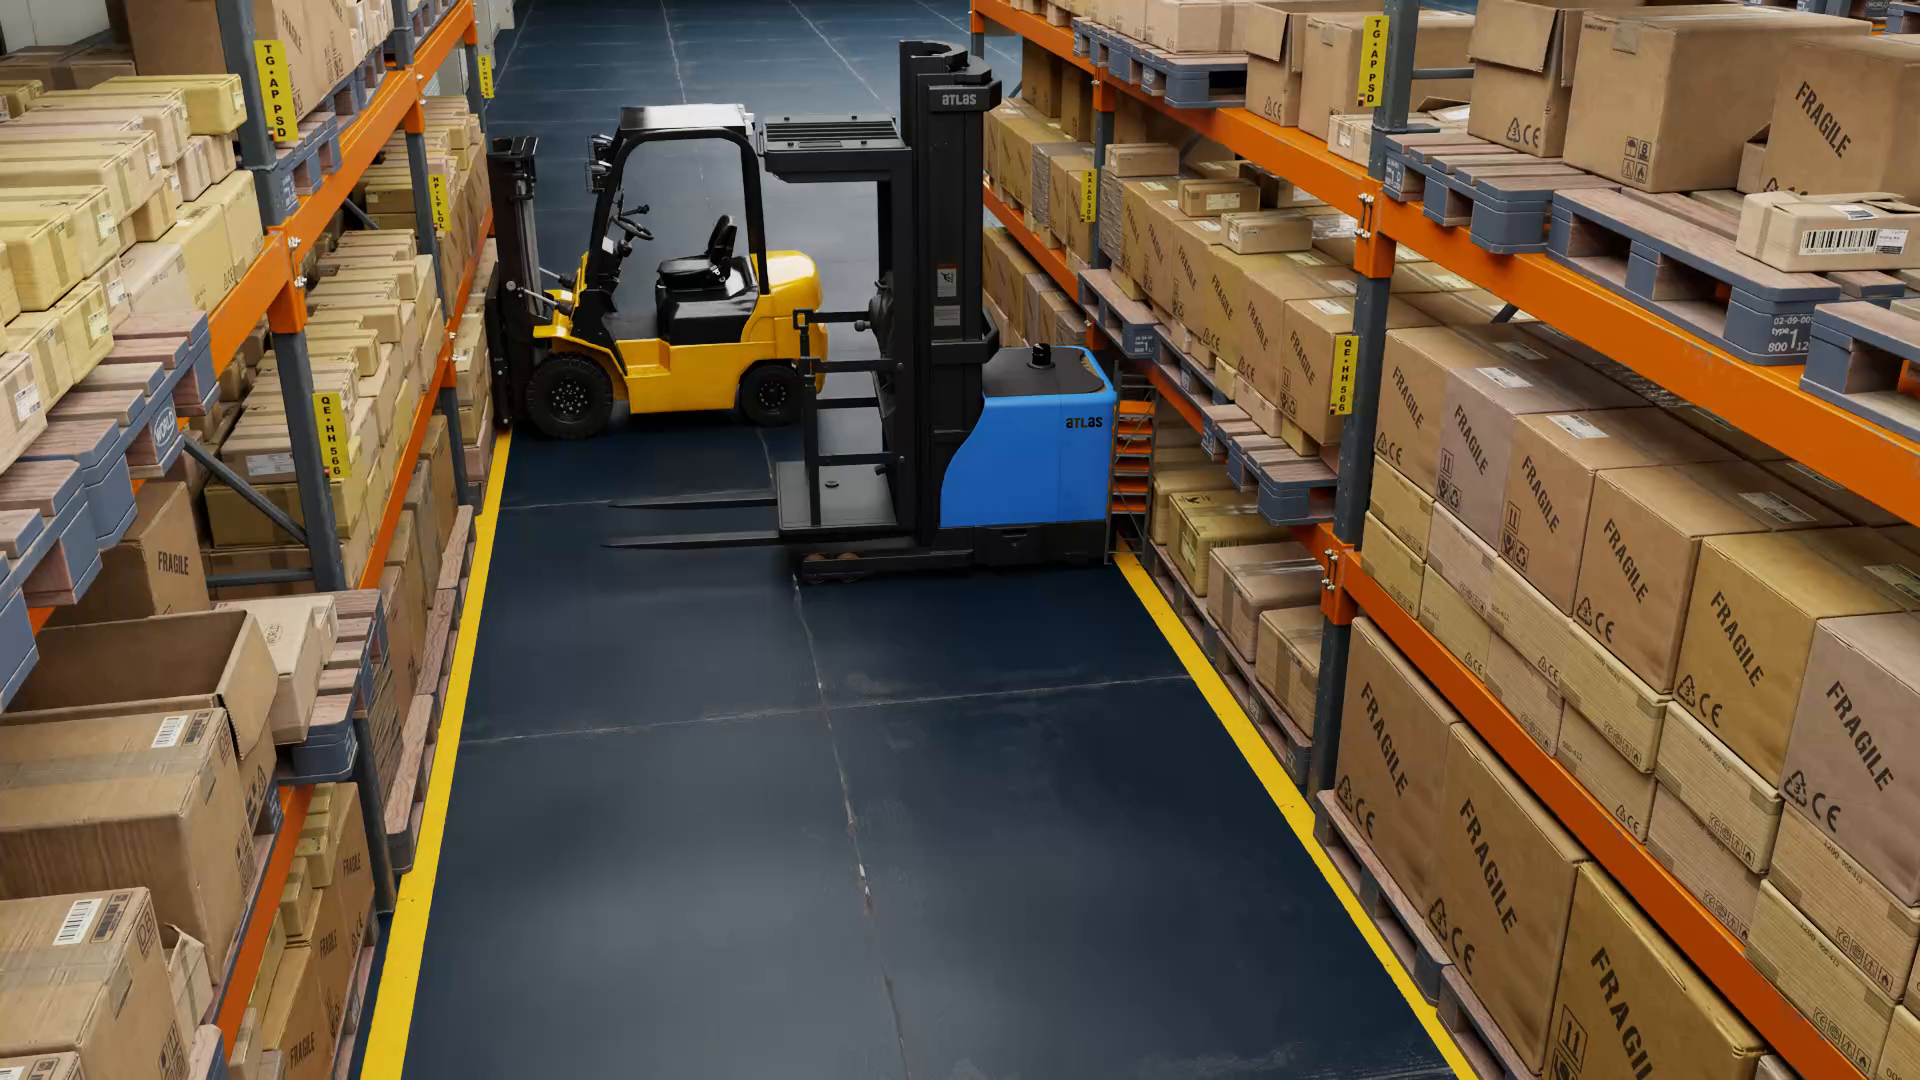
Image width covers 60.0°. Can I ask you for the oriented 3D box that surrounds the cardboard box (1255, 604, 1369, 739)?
[{"bbox_3d":[1.978,0.582,7.928,0.950,0.372,0.625,-6,24,-13],"label":"cardboard box"}]

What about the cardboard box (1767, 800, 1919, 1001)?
[{"bbox_3d":[2.392,0.855,4.108,0.500,0.250,0.500,-4,24,-8],"label":"cardboard box"}]

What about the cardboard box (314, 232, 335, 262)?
[{"bbox_3d":[-3.690,-1.600,9.231,0.380,0.149,0.250,-5,24,-11],"label":"cardboard box"}]

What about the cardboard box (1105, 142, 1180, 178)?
[{"bbox_3d":[1.072,-2.241,9.801,0.380,0.149,0.250,-4,24,-10],"label":"cardboard box"}]

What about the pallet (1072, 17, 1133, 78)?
[{"bbox_3d":[1.342,-2.818,9.441,1.213,0.211,1.003,-4,24,-10],"label":"pallet"}]

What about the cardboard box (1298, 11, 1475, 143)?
[{"bbox_3d":[1.907,-2.001,7.210,0.700,0.500,0.500,-4,24,-10],"label":"cardboard box"}]

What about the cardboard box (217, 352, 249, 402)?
[{"bbox_3d":[-3.296,-0.695,7.158,0.380,0.149,0.250,-4,24,-10],"label":"cardboard box"}]

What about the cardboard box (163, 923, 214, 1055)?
[{"bbox_3d":[-1.945,1.030,3.788,0.396,0.266,0.258,-3,24,-7],"label":"cardboard box"}]

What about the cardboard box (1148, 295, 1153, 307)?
[{"bbox_3d":[1.290,-1.412,9.524,0.380,0.149,0.250,-3,24,-6],"label":"cardboard box"}]

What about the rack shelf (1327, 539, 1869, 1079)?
[{"bbox_3d":[2.442,0.910,5.318,1.077,0.370,4.000,-4,24,-10],"label":"rack shelf"}]

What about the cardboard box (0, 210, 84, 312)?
[{"bbox_3d":[-1.995,-0.550,3.307,0.380,0.149,0.250,-4,24,-9],"label":"cardboard box"}]

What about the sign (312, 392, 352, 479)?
[{"bbox_3d":[-2.273,-0.376,6.015,0.100,0.325,0.005,-4,24,-10],"label":"sign"}]

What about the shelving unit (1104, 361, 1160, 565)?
[{"bbox_3d":[0.985,-0.435,9.640,0.258,1.200,0.189,1,25,-2],"label":"shelving unit"}]

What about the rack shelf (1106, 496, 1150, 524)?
[{"bbox_3d":[0.975,-0.178,9.760,0.258,0.103,0.180,1,25,-2],"label":"rack shelf"}]

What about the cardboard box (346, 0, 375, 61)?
[{"bbox_3d":[-3.029,-2.415,7.745,0.500,0.311,0.500,-5,24,-12],"label":"cardboard box"}]

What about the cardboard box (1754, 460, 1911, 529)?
[{"bbox_3d":[2.700,0.070,4.968,0.500,0.500,0.500,-5,24,-11],"label":"cardboard box"}]

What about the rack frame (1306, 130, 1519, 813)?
[{"bbox_3d":[2.072,-0.207,6.975,1.000,3.000,0.127,-4,24,-10],"label":"rack frame"}]

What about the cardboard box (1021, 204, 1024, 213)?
[{"bbox_3d":[0.673,-2.579,12.720,0.380,0.149,0.250,-3,24,-8],"label":"cardboard box"}]

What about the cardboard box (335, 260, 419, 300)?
[{"bbox_3d":[-3.025,-1.342,8.640,0.380,0.149,0.250,-5,24,-11],"label":"cardboard box"}]

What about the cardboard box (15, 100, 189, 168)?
[{"bbox_3d":[-2.407,-1.137,4.676,0.380,0.149,0.250,-5,24,-11],"label":"cardboard box"}]

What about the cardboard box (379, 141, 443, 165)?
[{"bbox_3d":[-3.628,-2.539,11.008,0.380,0.149,0.250,-4,24,-10],"label":"cardboard box"}]

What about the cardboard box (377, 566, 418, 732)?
[{"bbox_3d":[-3.035,0.555,7.673,0.875,0.625,0.625,-4,24,-8],"label":"cardboard box"}]

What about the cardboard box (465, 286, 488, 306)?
[{"bbox_3d":[-3.603,-1.619,11.871,0.500,0.250,0.500,-5,24,-11],"label":"cardboard box"}]

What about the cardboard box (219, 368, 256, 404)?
[{"bbox_3d":[-3.347,-0.553,7.330,0.500,0.250,0.500,-4,24,-10],"label":"cardboard box"}]

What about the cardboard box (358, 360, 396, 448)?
[{"bbox_3d":[-2.817,-0.595,7.427,0.500,0.250,0.500,-5,24,-11],"label":"cardboard box"}]

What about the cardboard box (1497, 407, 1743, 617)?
[{"bbox_3d":[2.105,-0.100,5.356,0.500,0.500,0.500,-4,24,-8],"label":"cardboard box"}]

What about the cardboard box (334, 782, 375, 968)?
[{"bbox_3d":[-2.516,1.266,6.203,0.500,0.500,0.500,-4,24,-8],"label":"cardboard box"}]

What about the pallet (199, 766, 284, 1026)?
[{"bbox_3d":[-2.441,1.015,4.419,1.003,0.211,1.213,-4,24,-10],"label":"pallet"}]

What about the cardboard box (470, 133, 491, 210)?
[{"bbox_3d":[-3.935,-2.856,12.917,0.500,0.500,0.500,-5,24,-11],"label":"cardboard box"}]

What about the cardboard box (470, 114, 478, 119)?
[{"bbox_3d":[-3.945,-3.212,12.921,0.380,0.149,0.250,-4,24,-9],"label":"cardboard box"}]

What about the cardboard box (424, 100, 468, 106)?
[{"bbox_3d":[-3.935,-3.244,12.623,0.380,0.149,0.250,-4,24,-10],"label":"cardboard box"}]

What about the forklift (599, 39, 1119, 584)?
[{"bbox_3d":[-0.625,-1.313,9.594,3.031,2.935,1.130,-3,24,-6],"label":"forklift"}]

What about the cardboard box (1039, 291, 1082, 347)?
[{"bbox_3d":[0.864,-1.469,11.839,0.500,0.500,0.500,-4,24,-9],"label":"cardboard box"}]

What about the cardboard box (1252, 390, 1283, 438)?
[{"bbox_3d":[1.569,-0.591,7.645,0.380,0.149,0.250,-5,24,-10],"label":"cardboard box"}]

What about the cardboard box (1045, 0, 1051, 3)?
[{"bbox_3d":[0.812,-3.776,11.216,0.500,0.250,0.500,-5,24,-11],"label":"cardboard box"}]

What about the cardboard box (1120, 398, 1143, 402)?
[{"bbox_3d":[0.959,-0.925,11.531,0.500,0.250,0.500,-3,24,-7],"label":"cardboard box"}]

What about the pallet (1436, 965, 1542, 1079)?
[{"bbox_3d":[2.366,1.866,5.714,1.003,0.211,1.213,-4,24,-10],"label":"pallet"}]

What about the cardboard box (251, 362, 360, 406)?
[{"bbox_3d":[-2.759,-0.634,7.019,0.380,0.149,0.250,-4,24,-9],"label":"cardboard box"}]

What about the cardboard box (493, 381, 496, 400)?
[{"bbox_3d":[-3.603,-1.159,12.067,0.500,0.250,0.500,-4,24,-8],"label":"cardboard box"}]

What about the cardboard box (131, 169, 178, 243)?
[{"bbox_3d":[-2.362,-0.902,4.508,0.380,0.149,0.250,-4,24,-10],"label":"cardboard box"}]

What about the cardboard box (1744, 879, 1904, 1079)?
[{"bbox_3d":[2.388,1.077,4.223,0.500,0.250,0.500,-5,24,-10],"label":"cardboard box"}]

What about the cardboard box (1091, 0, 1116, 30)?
[{"bbox_3d":[1.047,-3.019,9.329,0.500,0.250,0.500,-5,24,-11],"label":"cardboard box"}]

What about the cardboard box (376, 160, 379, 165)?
[{"bbox_3d":[-4.215,-2.570,11.452,0.380,0.149,0.250,-4,24,-10],"label":"cardboard box"}]

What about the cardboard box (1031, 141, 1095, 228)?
[{"bbox_3d":[0.804,-2.524,11.785,0.500,0.500,0.500,-4,24,-8],"label":"cardboard box"}]

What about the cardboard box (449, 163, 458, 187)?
[{"bbox_3d":[-3.553,-2.405,11.073,0.380,0.149,0.250,-5,24,-11],"label":"cardboard box"}]

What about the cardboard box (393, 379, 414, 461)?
[{"bbox_3d":[-2.931,-0.566,7.986,0.500,0.250,0.500,-4,24,-8],"label":"cardboard box"}]

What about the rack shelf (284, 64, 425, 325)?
[{"bbox_3d":[-3.175,-1.669,7.476,1.077,0.370,4.000,-4,24,-10],"label":"rack shelf"}]

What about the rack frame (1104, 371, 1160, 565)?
[{"bbox_3d":[0.987,-0.397,9.557,0.240,1.200,0.006,1,25,-2],"label":"rack frame"}]

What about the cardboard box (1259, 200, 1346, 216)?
[{"bbox_3d":[1.826,-1.591,9.125,0.500,0.500,0.500,-3,24,-8],"label":"cardboard box"}]

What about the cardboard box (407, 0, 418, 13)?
[{"bbox_3d":[-3.329,-3.108,9.535,0.380,0.149,0.250,-4,24,-9],"label":"cardboard box"}]

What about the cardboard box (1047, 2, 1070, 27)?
[{"bbox_3d":[0.798,-3.547,11.190,0.380,0.149,0.250,-4,24,-8],"label":"cardboard box"}]

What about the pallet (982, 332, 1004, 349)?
[{"bbox_3d":[0.723,-1.723,13.932,1.003,0.211,1.213,-4,24,-10],"label":"pallet"}]

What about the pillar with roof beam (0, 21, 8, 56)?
[{"bbox_3d":[0.299,-3.352,6.681,9.100,9.000,0.400,-4,24,-10],"label":"pillar with roof beam"}]

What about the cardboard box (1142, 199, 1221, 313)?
[{"bbox_3d":[1.309,-1.556,9.045,0.500,0.500,0.500,-4,24,-10],"label":"cardboard box"}]

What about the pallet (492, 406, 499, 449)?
[{"bbox_3d":[-3.880,-0.930,12.116,1.003,0.211,1.213,-4,24,-10],"label":"pallet"}]

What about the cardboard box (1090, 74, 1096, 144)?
[{"bbox_3d":[1.325,-3.011,11.652,0.700,0.500,0.500,-5,24,-11],"label":"cardboard box"}]
